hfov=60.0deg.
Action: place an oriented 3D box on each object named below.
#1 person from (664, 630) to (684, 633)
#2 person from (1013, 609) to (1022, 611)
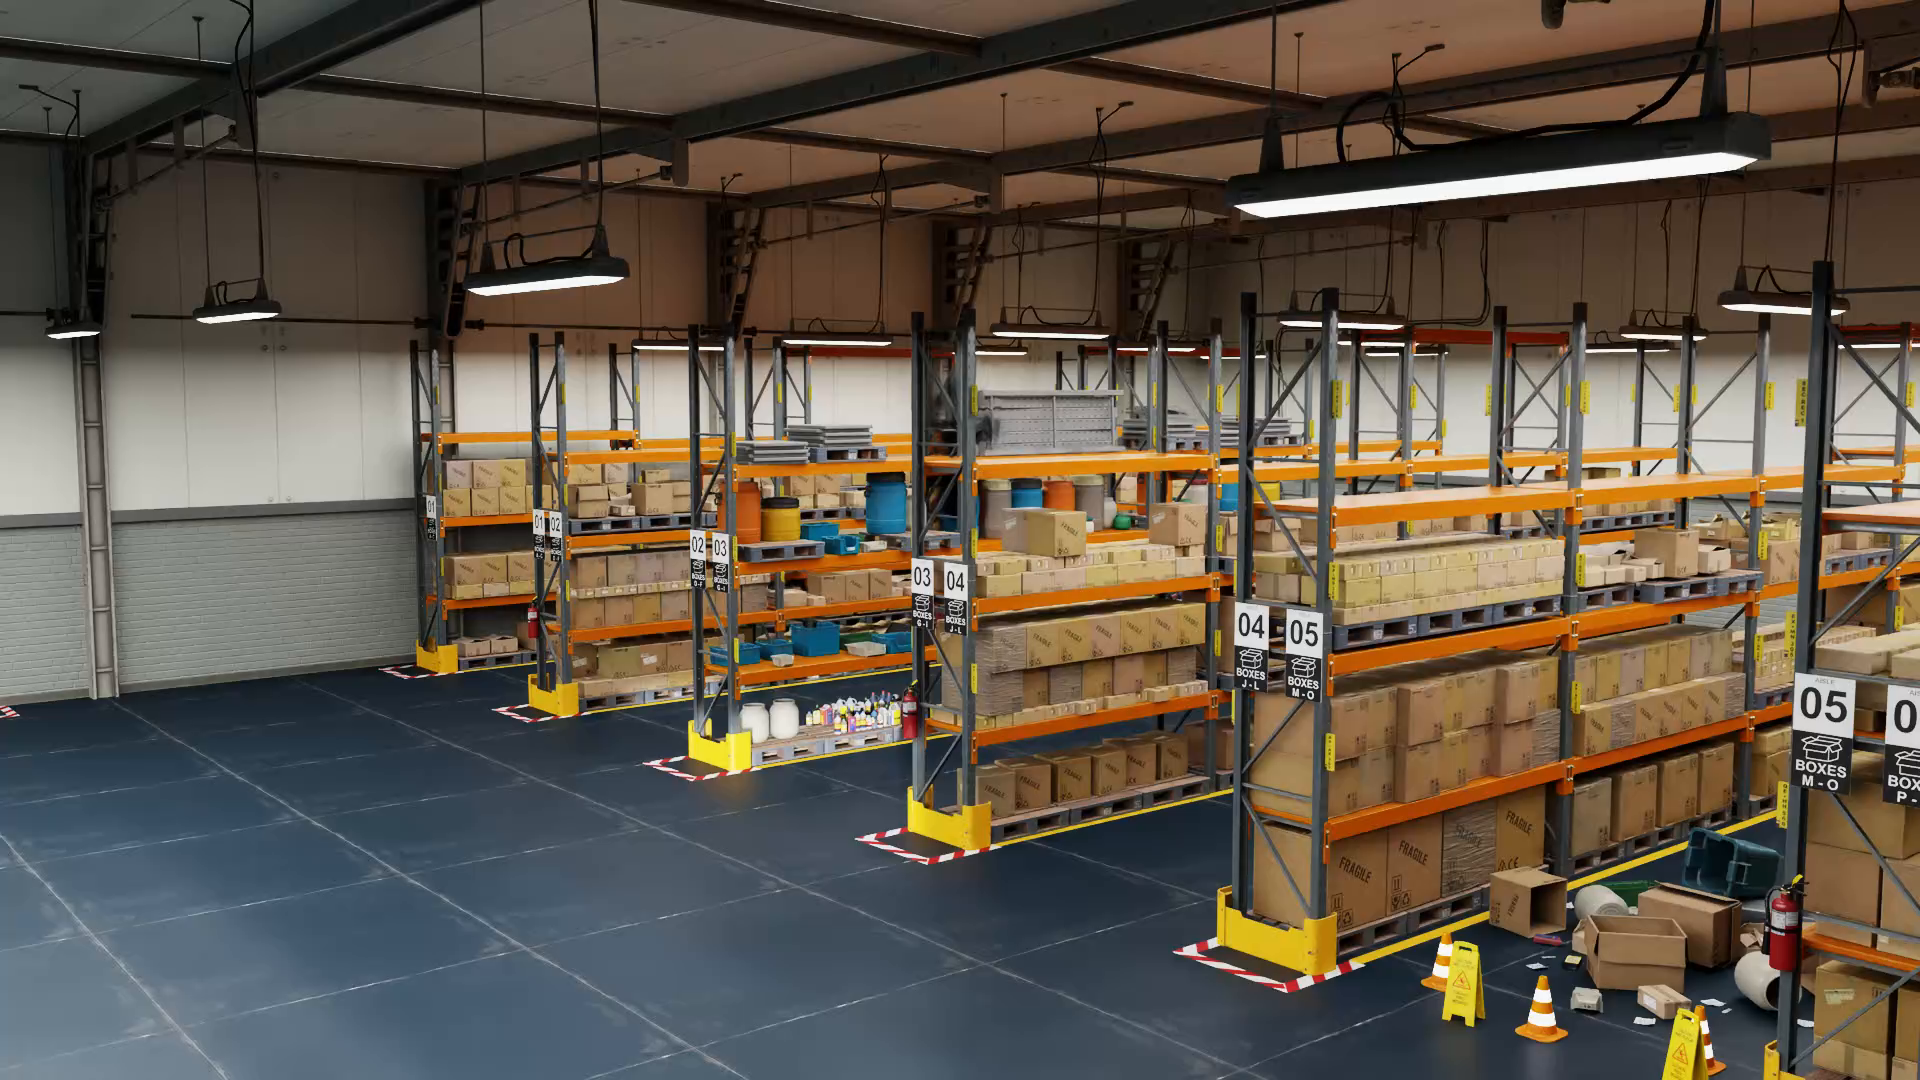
[{"bbox_3d":[-5.063,1.549,29.791,0.657,1.743,0.605,4,7,39],"label":"person"},{"bbox_3d":[1.020,1.388,28.205,0.828,1.752,0.657,-5,7,-43],"label":"person"}]
